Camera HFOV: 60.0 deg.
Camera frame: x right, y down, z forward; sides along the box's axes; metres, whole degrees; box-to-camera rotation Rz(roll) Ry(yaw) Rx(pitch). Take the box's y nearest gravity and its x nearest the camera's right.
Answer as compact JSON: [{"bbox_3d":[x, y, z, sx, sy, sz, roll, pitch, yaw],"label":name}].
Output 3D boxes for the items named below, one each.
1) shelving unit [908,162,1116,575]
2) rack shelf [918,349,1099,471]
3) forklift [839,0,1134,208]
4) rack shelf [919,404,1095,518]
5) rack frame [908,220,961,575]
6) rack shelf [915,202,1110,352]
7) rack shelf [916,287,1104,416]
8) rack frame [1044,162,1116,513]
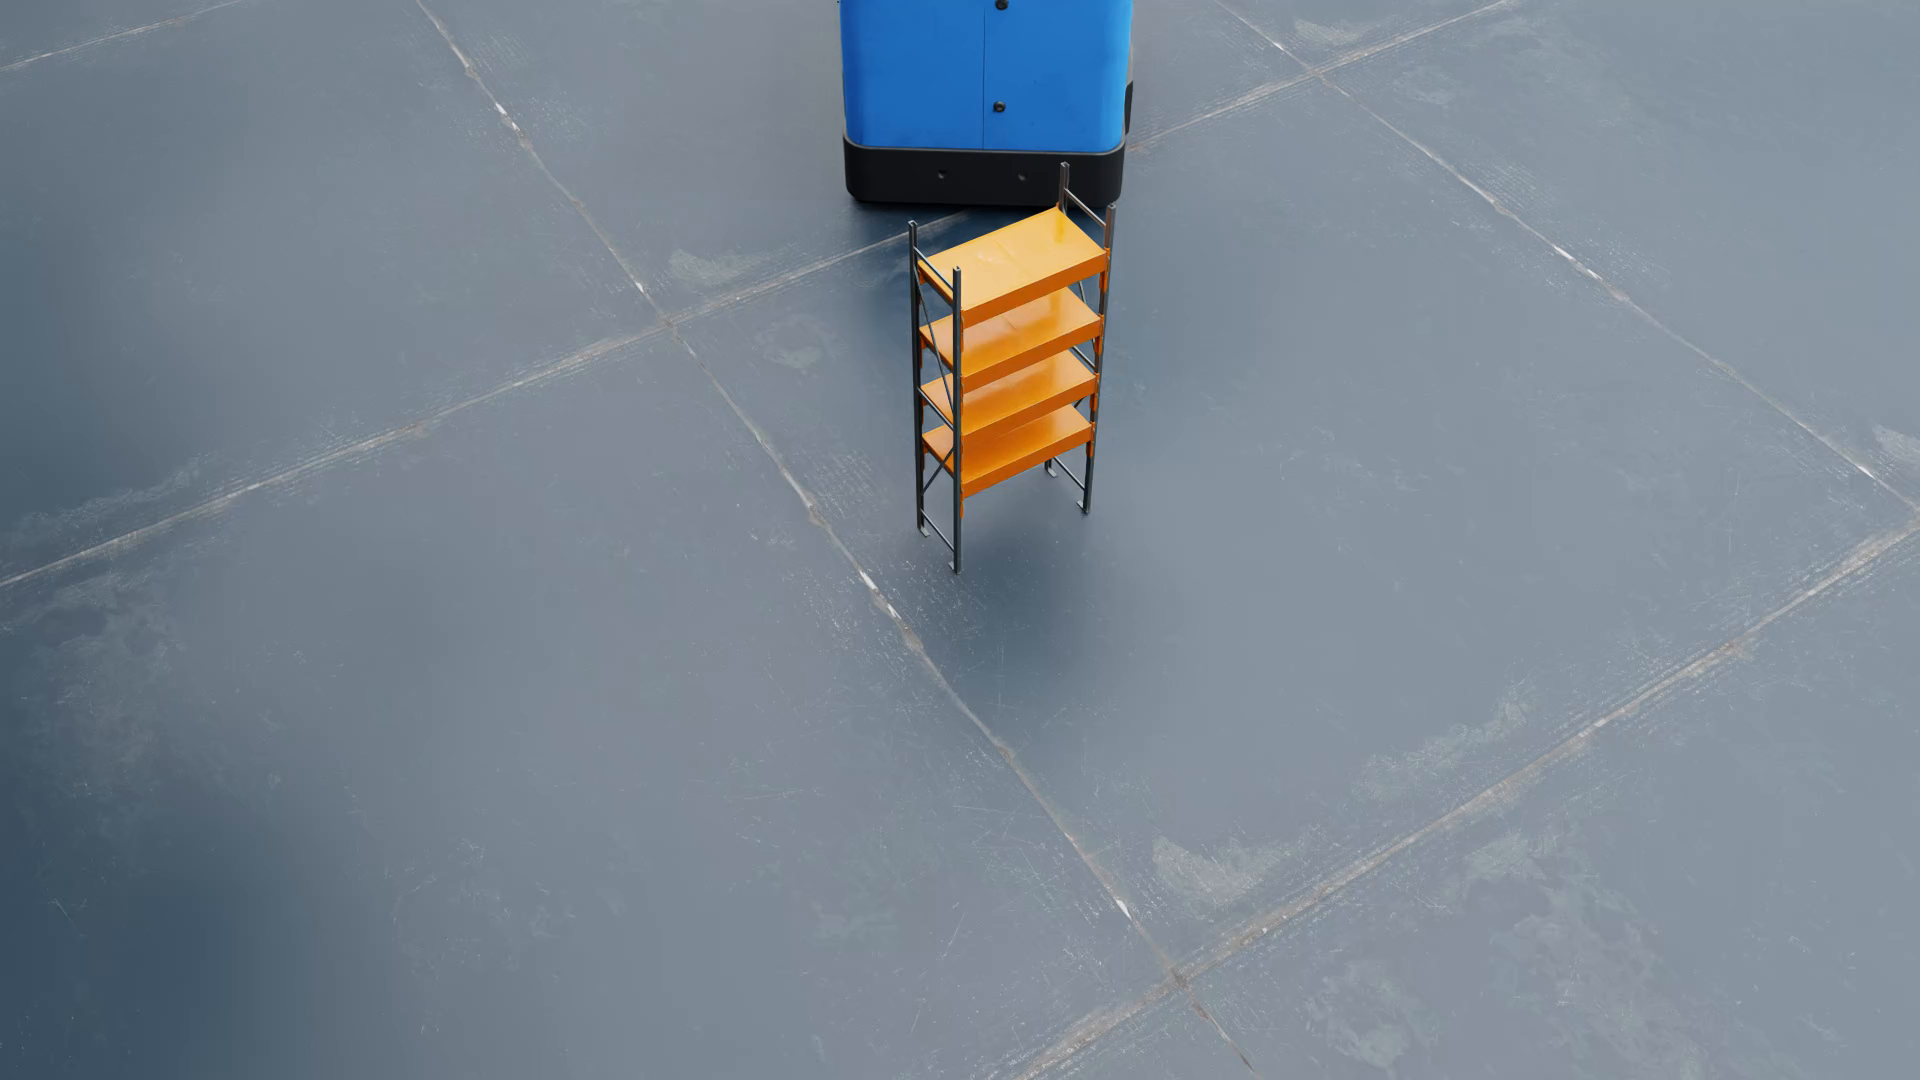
[{"bbox_3d":[0.140,-0.465,4.861,0.503,1.200,0.258,-25,53,-21],"label":"shelving unit"},{"bbox_3d":[0.140,-0.420,4.911,0.480,0.148,0.258,-25,53,-21],"label":"rack shelf"},{"bbox_3d":[0.153,-3.322,6.246,1.130,2.935,3.031,2,48,2],"label":"forklift"},{"bbox_3d":[0.140,-0.288,5.059,0.480,0.148,0.258,-25,53,-21],"label":"rack shelf"},{"bbox_3d":[-0.066,-0.368,4.774,0.015,1.200,0.240,-25,53,-21],"label":"rack frame"},{"bbox_3d":[0.140,-0.726,4.567,0.480,0.148,0.258,-25,53,-21],"label":"rack shelf"},{"bbox_3d":[0.140,-0.569,4.744,0.480,0.148,0.258,-25,53,-21],"label":"rack shelf"},{"bbox_3d":[0.346,-0.562,4.947,0.015,1.200,0.240,-25,53,-21],"label":"rack frame"}]
